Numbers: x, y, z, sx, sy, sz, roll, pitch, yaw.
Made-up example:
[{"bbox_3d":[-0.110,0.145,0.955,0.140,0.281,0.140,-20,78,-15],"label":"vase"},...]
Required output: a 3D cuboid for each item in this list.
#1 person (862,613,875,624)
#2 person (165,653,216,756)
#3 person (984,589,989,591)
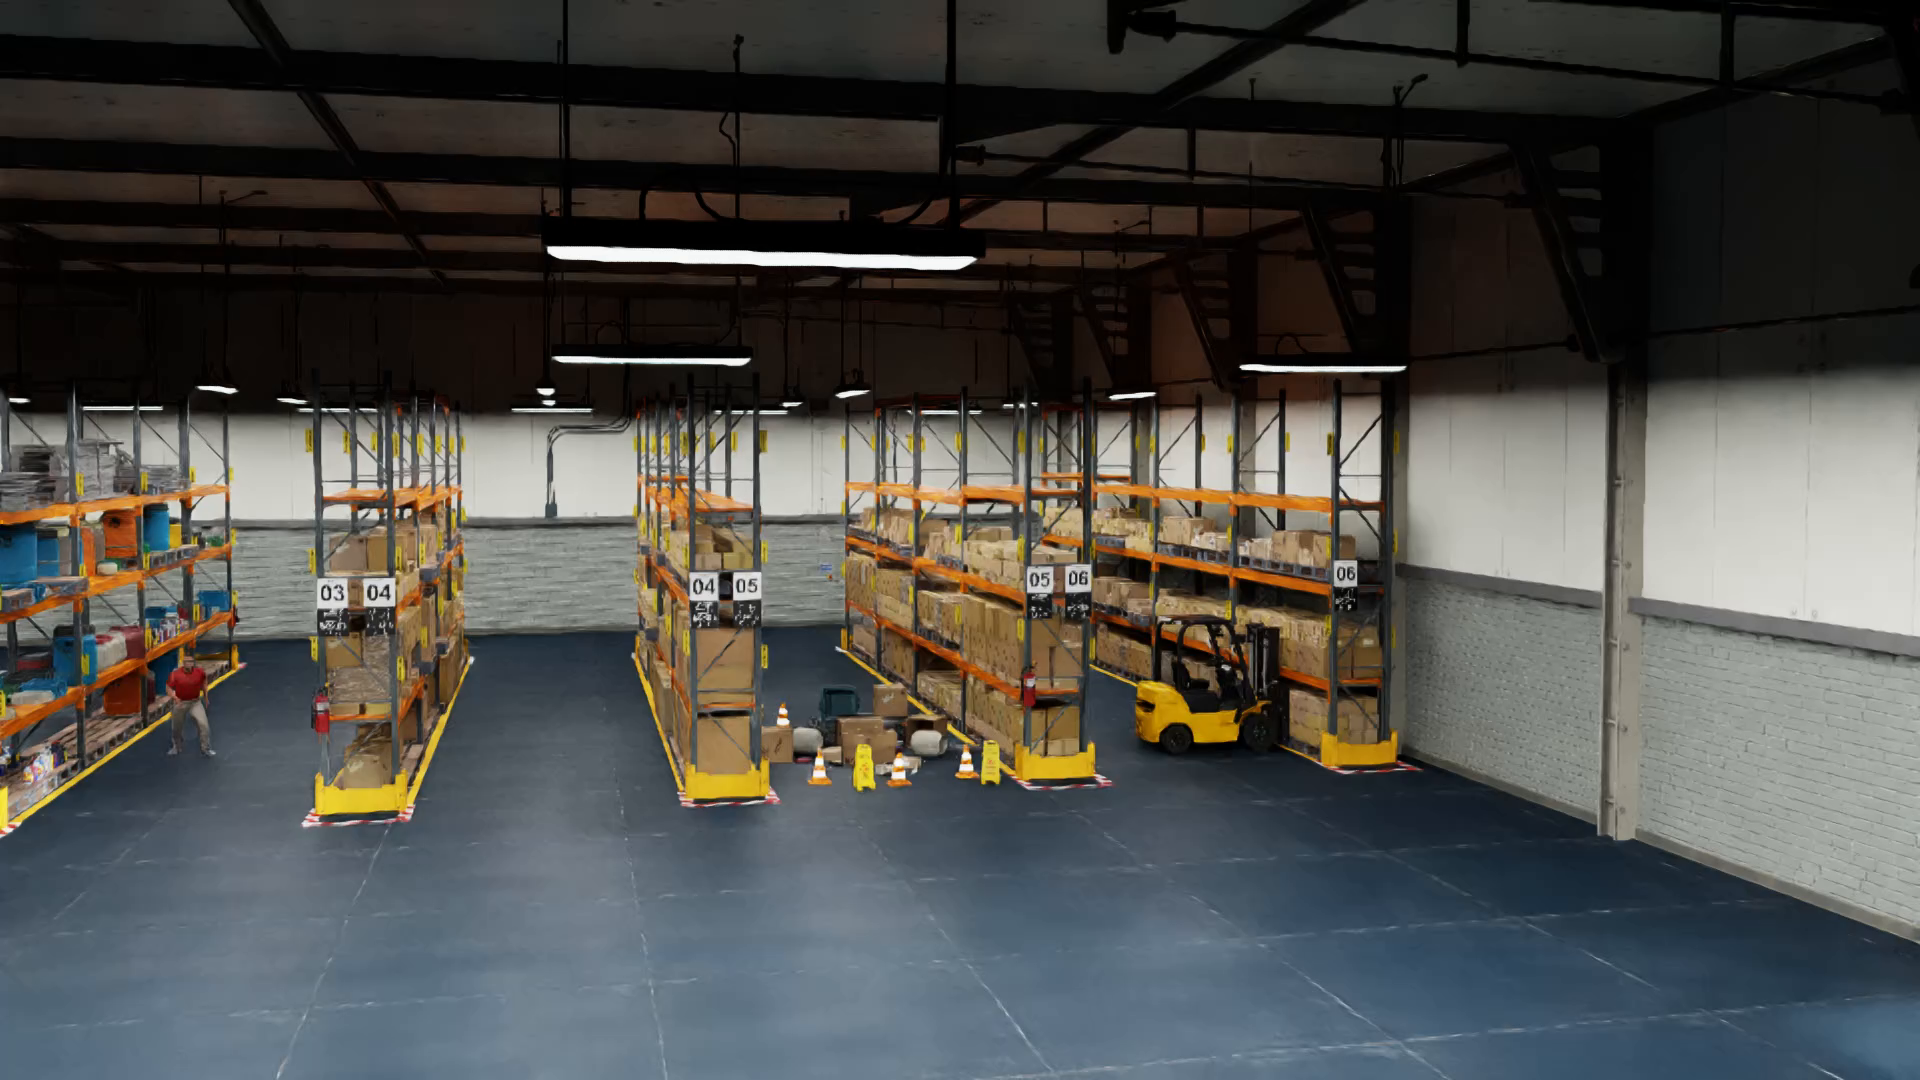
[{"bbox_3d":[-2.373,1.612,43.185,0.748,1.771,0.533,3,4,41],"label":"person"},{"bbox_3d":[-12.354,2.625,26.647,0.701,1.662,0.857,-2,4,-30],"label":"person"},{"bbox_3d":[0.571,1.820,40.571,0.515,1.646,0.625,-1,3,-18],"label":"person"}]
